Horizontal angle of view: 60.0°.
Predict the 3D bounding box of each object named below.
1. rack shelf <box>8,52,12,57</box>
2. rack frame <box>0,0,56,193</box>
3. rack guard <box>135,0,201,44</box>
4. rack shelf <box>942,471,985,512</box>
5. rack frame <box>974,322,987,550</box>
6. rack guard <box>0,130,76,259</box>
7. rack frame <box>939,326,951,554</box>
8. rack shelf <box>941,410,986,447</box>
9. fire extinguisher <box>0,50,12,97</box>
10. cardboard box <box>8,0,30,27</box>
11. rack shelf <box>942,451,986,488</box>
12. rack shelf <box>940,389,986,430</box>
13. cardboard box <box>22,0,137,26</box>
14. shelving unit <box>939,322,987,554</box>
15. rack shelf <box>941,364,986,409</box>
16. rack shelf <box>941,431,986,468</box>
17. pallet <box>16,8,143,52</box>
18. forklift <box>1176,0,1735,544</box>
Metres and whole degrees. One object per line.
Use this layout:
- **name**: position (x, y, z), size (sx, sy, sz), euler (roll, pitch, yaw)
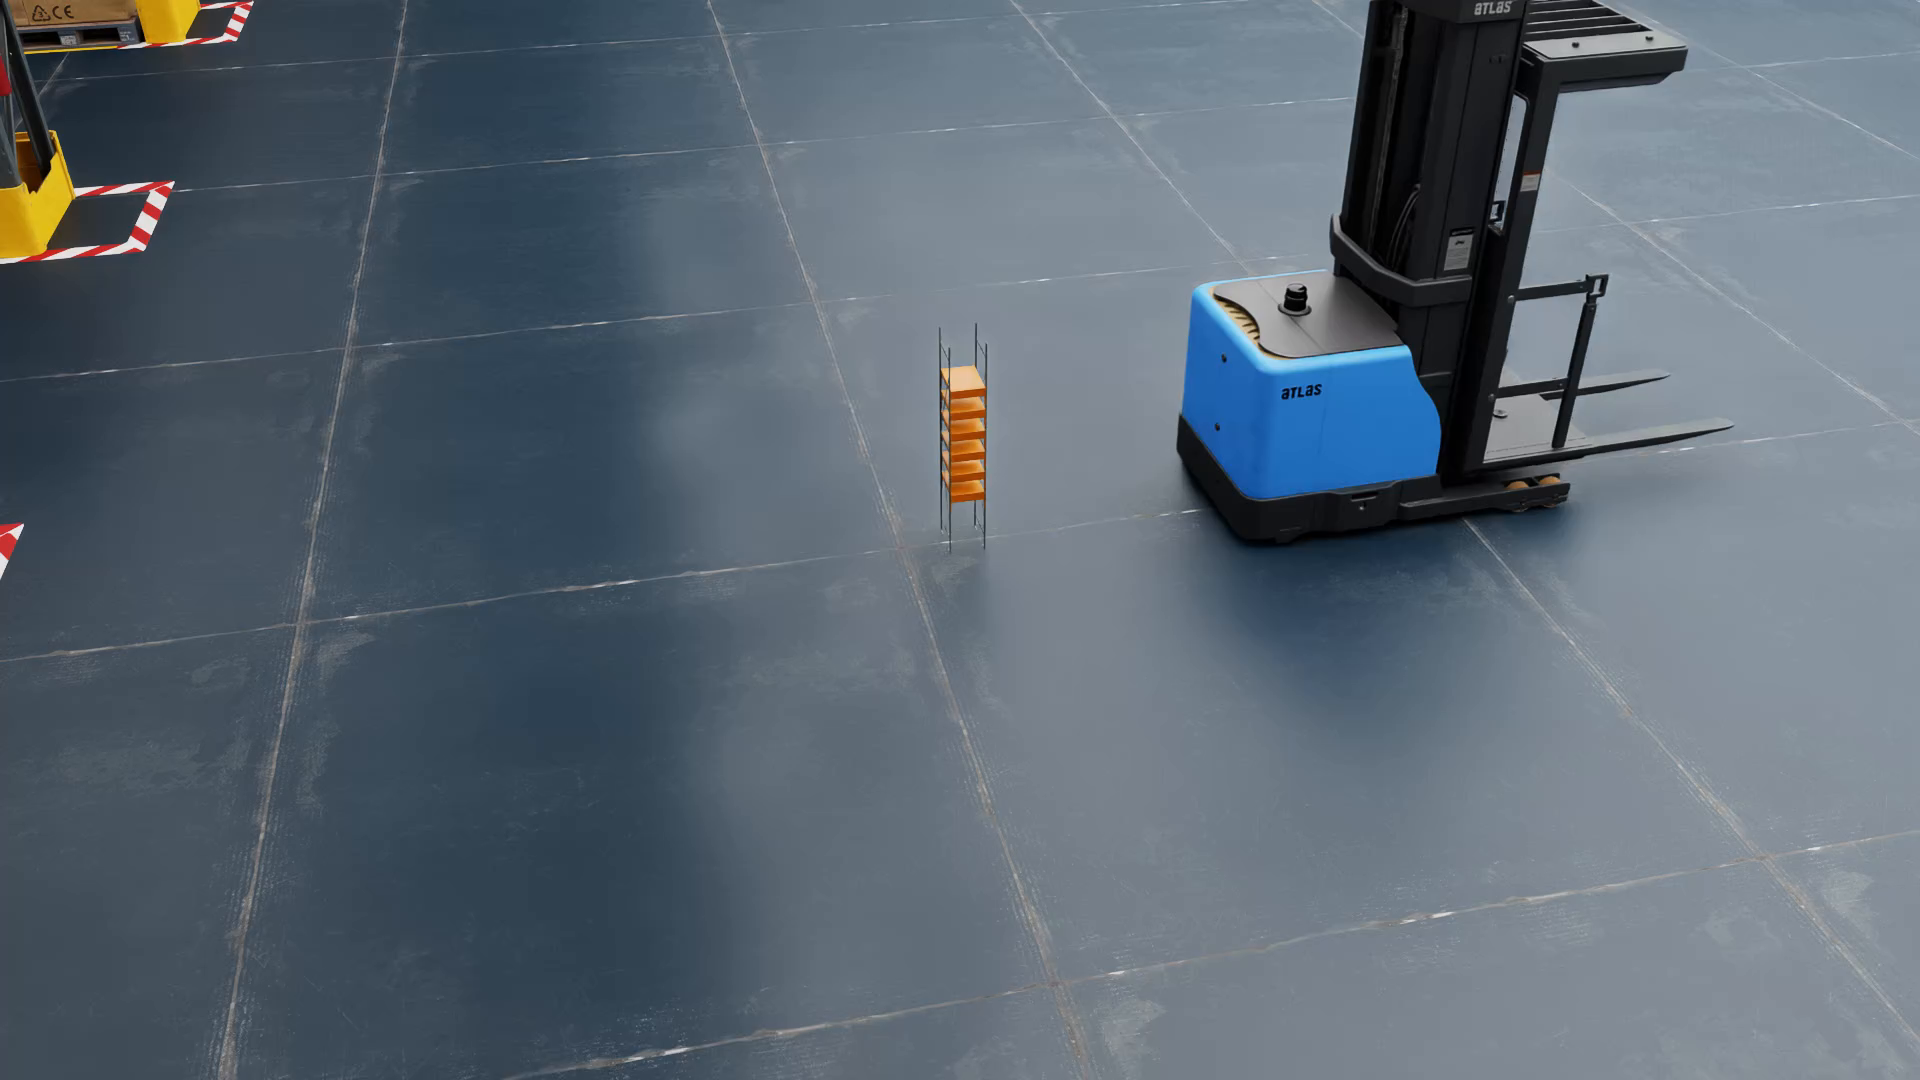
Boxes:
- **rack shelf**: position (-8.653, -3.019, 11.202), size (4.000, 0.370, 1.077), euler (-7, 35, -11)
- **rack frame**: position (-6.702, -3.563, 11.368), size (0.127, 3.000, 1.000), euler (-7, 35, -11)
- **rack guard**: position (-7.675, -5.236, 16.104), size (0.348, 0.500, 1.175), euler (-7, 35, -11)
- **rack shelf**: position (0.014, -0.264, 8.577), size (0.180, 0.103, 0.258), euler (-7, 35, -11)
- **rack frame**: position (0.103, -0.511, 8.435), size (0.006, 1.200, 0.240), euler (-7, 35, -11)
- **rack guard**: position (-6.777, -2.516, 12.050), size (0.348, 0.500, 1.175), euler (-7, 35, -11)
- **rack frame**: position (-0.075, -0.489, 8.402), size (0.006, 1.200, 0.240), euler (-7, 35, -11)
- **rack shelf**: position (0.014, -0.563, 8.376), size (0.180, 0.103, 0.258), euler (-7, 35, -11)
- **fire extinguisher**: position (-6.489, -3.295, 11.037), size (0.183, 0.674, 0.296), euler (-7, 35, -11)
- **cardboard box**: position (-9.203, -5.335, 15.538), size (0.875, 0.875, 0.875), euler (-8, 35, -11)
- **rack shelf**: position (0.014, -0.363, 8.510), size (0.180, 0.103, 0.258), euler (-7, 35, -11)
- **rack shelf**: position (0.014, -0.662, 8.309), size (0.180, 0.103, 0.258), euler (-7, 35, -11)
- **cardboard box**: position (-8.345, -5.444, 15.701), size (0.875, 0.875, 0.875), euler (-7, 34, -10)
- **shelving unit**: position (0.014, -0.500, 8.418), size (0.189, 1.200, 0.258), euler (-7, 35, -11)
- **rack shelf**: position (0.014, -0.762, 8.242), size (0.180, 0.103, 0.258), euler (-7, 35, -11)
- **rack shelf**: position (0.014, -0.463, 8.443), size (0.180, 0.103, 0.258), euler (-7, 35, -11)
- **pallet**: position (-8.461, -4.973, 15.971), size (1.213, 0.211, 1.003), euler (-7, 35, -11)
- **forklift**: position (2.795, -1.642, 8.566), size (3.031, 2.935, 1.130), euler (-8, 35, -12)
